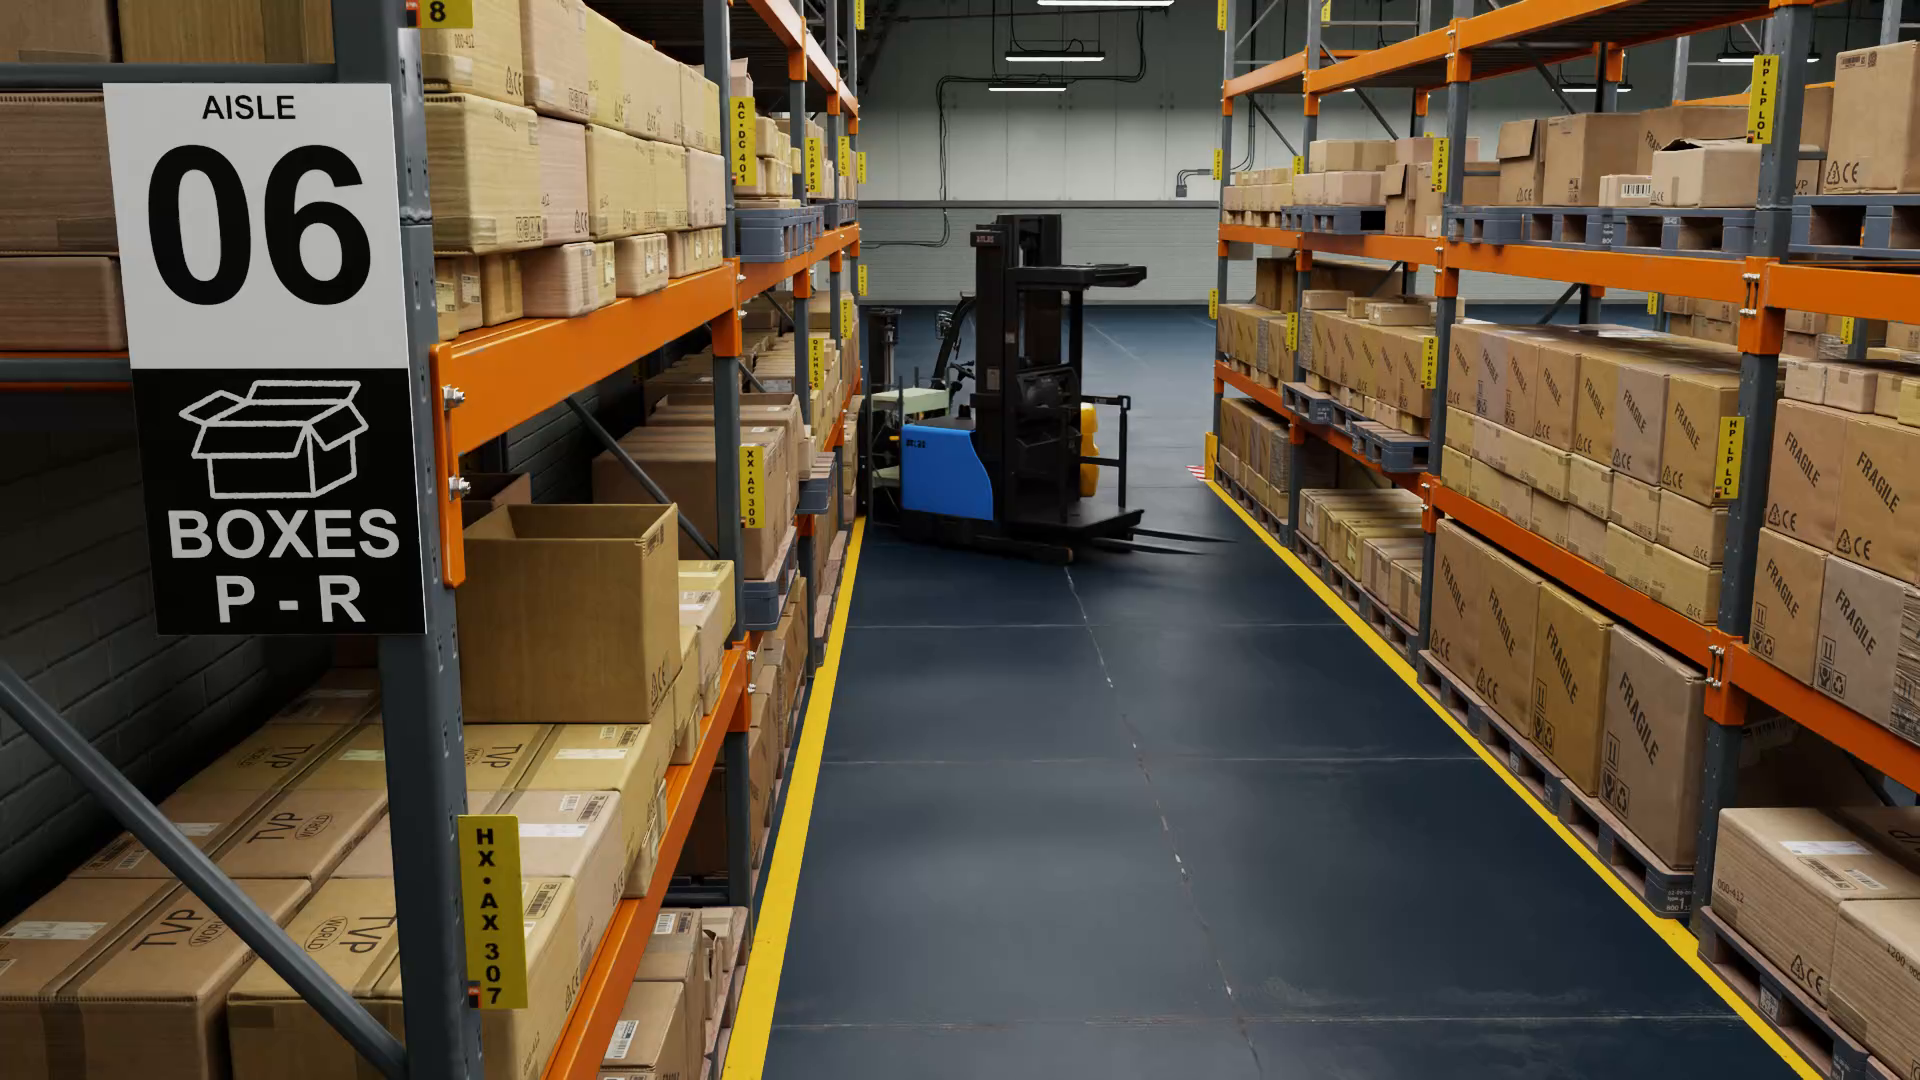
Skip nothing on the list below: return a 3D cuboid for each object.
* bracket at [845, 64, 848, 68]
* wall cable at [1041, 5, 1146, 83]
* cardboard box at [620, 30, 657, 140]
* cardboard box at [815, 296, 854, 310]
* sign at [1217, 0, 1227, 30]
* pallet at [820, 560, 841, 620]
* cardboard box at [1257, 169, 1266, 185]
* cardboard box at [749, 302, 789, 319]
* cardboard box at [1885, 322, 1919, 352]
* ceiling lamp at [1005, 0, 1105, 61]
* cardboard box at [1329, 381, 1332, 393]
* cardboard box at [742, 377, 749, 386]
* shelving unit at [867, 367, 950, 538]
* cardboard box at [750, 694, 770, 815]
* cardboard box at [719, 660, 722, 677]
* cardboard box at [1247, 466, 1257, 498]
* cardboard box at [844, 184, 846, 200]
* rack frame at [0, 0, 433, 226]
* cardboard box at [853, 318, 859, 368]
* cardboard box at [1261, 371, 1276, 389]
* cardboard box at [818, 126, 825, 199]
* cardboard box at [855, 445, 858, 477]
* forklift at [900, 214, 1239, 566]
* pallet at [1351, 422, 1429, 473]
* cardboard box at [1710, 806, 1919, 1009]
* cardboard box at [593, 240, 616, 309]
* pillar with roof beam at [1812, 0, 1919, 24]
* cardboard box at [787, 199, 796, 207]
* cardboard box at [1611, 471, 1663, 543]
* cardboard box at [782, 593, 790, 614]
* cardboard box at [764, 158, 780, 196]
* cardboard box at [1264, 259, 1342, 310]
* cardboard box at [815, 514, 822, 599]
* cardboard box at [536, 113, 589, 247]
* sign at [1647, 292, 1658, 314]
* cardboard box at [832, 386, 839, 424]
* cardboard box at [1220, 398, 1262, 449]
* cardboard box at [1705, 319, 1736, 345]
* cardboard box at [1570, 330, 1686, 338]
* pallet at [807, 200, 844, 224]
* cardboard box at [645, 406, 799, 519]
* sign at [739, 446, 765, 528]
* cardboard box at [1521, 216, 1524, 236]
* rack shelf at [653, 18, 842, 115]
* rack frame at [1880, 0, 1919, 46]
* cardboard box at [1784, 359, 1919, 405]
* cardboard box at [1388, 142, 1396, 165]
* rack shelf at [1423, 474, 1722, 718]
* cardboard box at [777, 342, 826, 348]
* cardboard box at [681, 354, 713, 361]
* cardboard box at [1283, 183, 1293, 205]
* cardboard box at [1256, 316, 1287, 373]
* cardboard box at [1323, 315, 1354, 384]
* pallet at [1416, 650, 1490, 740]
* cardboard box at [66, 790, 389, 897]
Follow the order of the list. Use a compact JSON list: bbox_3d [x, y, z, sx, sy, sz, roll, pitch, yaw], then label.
[{"bbox_3d":[-2.632,-11.417,39.839,0.235,0.232,0.430,0,11,-1],"label":"bracket"},{"bbox_3d":[3.940,-14.724,48.860,3.097,2.526,0.112,0,11,-1],"label":"wall cable"},{"bbox_3d":[-1.077,-1.163,4.267,0.500,0.250,0.500,0,11,0],"label":"cardboard box"},{"bbox_3d":[-1.279,-2.405,16.931,0.380,0.149,0.250,0,11,0],"label":"cardboard box"},{"bbox_3d":[2.807,-5.621,17.773,0.100,0.325,0.005,0,11,-1],"label":"sign"},{"bbox_3d":[-1.448,0.386,12.816,1.003,0.211,1.213,0,11,-1],"label":"pallet"},{"bbox_3d":[3.080,-3.499,16.033,0.380,0.149,0.250,0,11,0],"label":"cardboard box"},{"bbox_3d":[-1.833,-2.199,15.916,0.380,0.149,0.250,0,11,-2],"label":"cardboard box"},{"bbox_3d":[8.395,-1.872,14.166,0.700,0.500,0.500,0,11,-2],"label":"cardboard box"},{"bbox_3d":[1.897,-11.228,33.279,2.000,3.185,0.800,0,11,-1],"label":"ceiling lamp"},{"bbox_3d":[3.206,-1.257,13.476,0.380,0.149,0.250,1,11,2],"label":"cardboard box"},{"bbox_3d":[-1.755,-1.036,11.930,0.500,0.250,0.500,0,11,-2],"label":"cardboard box"},{"bbox_3d":[-0.475,-0.836,15.599,0.431,1.500,0.755,8,14,34],"label":"shelving unit"},{"bbox_3d":[-1.171,1.037,7.826,0.500,0.500,0.500,0,11,-2],"label":"cardboard box"},{"bbox_3d":[-1.079,0.458,6.082,0.380,0.149,0.250,0,11,0],"label":"cardboard box"},{"bbox_3d":[3.124,-0.573,16.388,0.500,0.250,0.500,0,11,0],"label":"cardboard box"},{"bbox_3d":[-1.252,-3.215,15.332,0.380,0.149,0.250,0,11,1],"label":"cardboard box"},{"bbox_3d":[-1.282,-1.925,2.104,1.000,3.000,0.127,0,11,-1],"label":"rack frame"},{"bbox_3d":[-1.340,-2.117,17.891,0.500,0.500,0.500,0,11,-2],"label":"cardboard box"},{"bbox_3d":[3.097,-1.533,15.891,0.380,0.149,0.250,0,11,-2],"label":"cardboard box"},{"bbox_3d":[-1.240,-2.696,11.891,0.500,0.500,0.500,0,11,0],"label":"cardboard box"},{"bbox_3d":[-1.243,-0.771,16.106,0.500,0.250,0.500,0,11,-2],"label":"cardboard box"},{"bbox_3d":[0.948,-1.333,14.450,3.031,2.935,1.130,8,14,35],"label":"forklift"},{"bbox_3d":[3.394,-0.643,11.358,1.213,0.211,1.003,0,11,-1],"label":"pallet"},{"bbox_3d":[3.503,1.374,6.319,0.875,0.438,0.875,0,11,-2],"label":"cardboard box"},{"bbox_3d":[-0.991,-0.601,3.755,0.380,0.149,0.250,0,11,-1],"label":"cardboard box"},{"bbox_3d":[24.070,-11.038,47.026,9.100,9.000,0.548,0,11,-1],"label":"pillar with roof beam"},{"bbox_3d":[-1.183,-1.770,9.265,0.500,0.250,0.500,0,11,-1],"label":"cardboard box"},{"bbox_3d":[3.328,-0.158,7.605,0.500,0.250,0.500,0,11,0],"label":"cardboard box"},{"bbox_3d":[-1.186,0.330,9.677,0.380,0.149,0.250,-1,11,-3],"label":"cardboard box"},{"bbox_3d":[-0.944,-1.494,6.850,0.380,0.149,0.250,0,11,-1],"label":"cardboard box"},{"bbox_3d":[3.581,-2.670,17.350,0.700,0.500,0.500,0,11,-1],"label":"cardboard box"},{"bbox_3d":[-1.468,0.129,11.985,0.875,0.625,0.625,0,11,1],"label":"cardboard box"},{"bbox_3d":[-1.049,-0.717,3.325,0.500,0.250,0.500,0,11,0],"label":"cardboard box"},{"bbox_3d":[7.741,-2.689,18.581,0.100,0.325,0.005,0,11,-1],"label":"sign"},{"bbox_3d":[-1.242,-1.097,13.492,0.500,0.250,0.500,0,11,-1],"label":"cardboard box"},{"bbox_3d":[3.091,-1.246,17.819,0.500,0.500,0.500,-1,11,-3],"label":"cardboard box"},{"bbox_3d":[8.269,-2.005,17.214,0.875,0.550,0.550,0,11,-1],"label":"cardboard box"},{"bbox_3d":[3.806,-0.931,9.530,0.500,0.500,0.500,0,11,0],"label":"cardboard box"},{"bbox_3d":[-1.574,-2.966,15.004,1.003,0.211,1.213,0,11,-1],"label":"pallet"},{"bbox_3d":[-1.178,-0.390,8.323,0.700,0.500,0.500,0,11,-1],"label":"cardboard box"},{"bbox_3d":[-0.823,-0.208,6.552,0.100,0.325,0.005,0,11,-1],"label":"sign"},{"bbox_3d":[3.678,-2.006,10.682,0.380,0.149,0.250,0,11,-1],"label":"cardboard box"},{"bbox_3d":[-1.489,-3.364,12.013,1.077,0.370,4.000,0,11,-1],"label":"rack shelf"},{"bbox_3d":[8.379,-4.372,14.165,1.000,3.000,0.127,0,11,-1],"label":"rack frame"},{"bbox_3d":[3.345,-0.594,6.235,0.380,0.149,0.250,0,11,-2],"label":"cardboard box"},{"bbox_3d":[3.572,-3.124,13.622,0.500,0.250,0.500,0,11,0],"label":"cardboard box"},{"bbox_3d":[3.556,0.154,8.755,1.077,0.370,4.000,0,11,-1],"label":"rack shelf"},{"bbox_3d":[-1.245,-1.466,13.047,0.380,0.149,0.250,-1,11,-3],"label":"cardboard box"},{"bbox_3d":[-1.809,-1.259,12.028,0.380,0.149,0.250,0,11,-2],"label":"cardboard box"},{"bbox_3d":[3.154,-3.020,14.678,0.500,0.250,0.500,0,11,-2],"label":"cardboard box"},{"bbox_3d":[3.142,-1.879,15.966,0.500,0.500,0.500,0,11,0],"label":"cardboard box"},{"bbox_3d":[3.163,-1.499,13.040,0.500,0.500,0.500,0,11,-1],"label":"cardboard box"},{"bbox_3d":[3.456,0.928,10.146,1.003,0.211,1.213,0,11,-1],"label":"pallet"},{"bbox_3d":[-1.567,0.750,3.636,0.500,0.250,0.500,0,11,-1],"label":"cardboard box"}]
